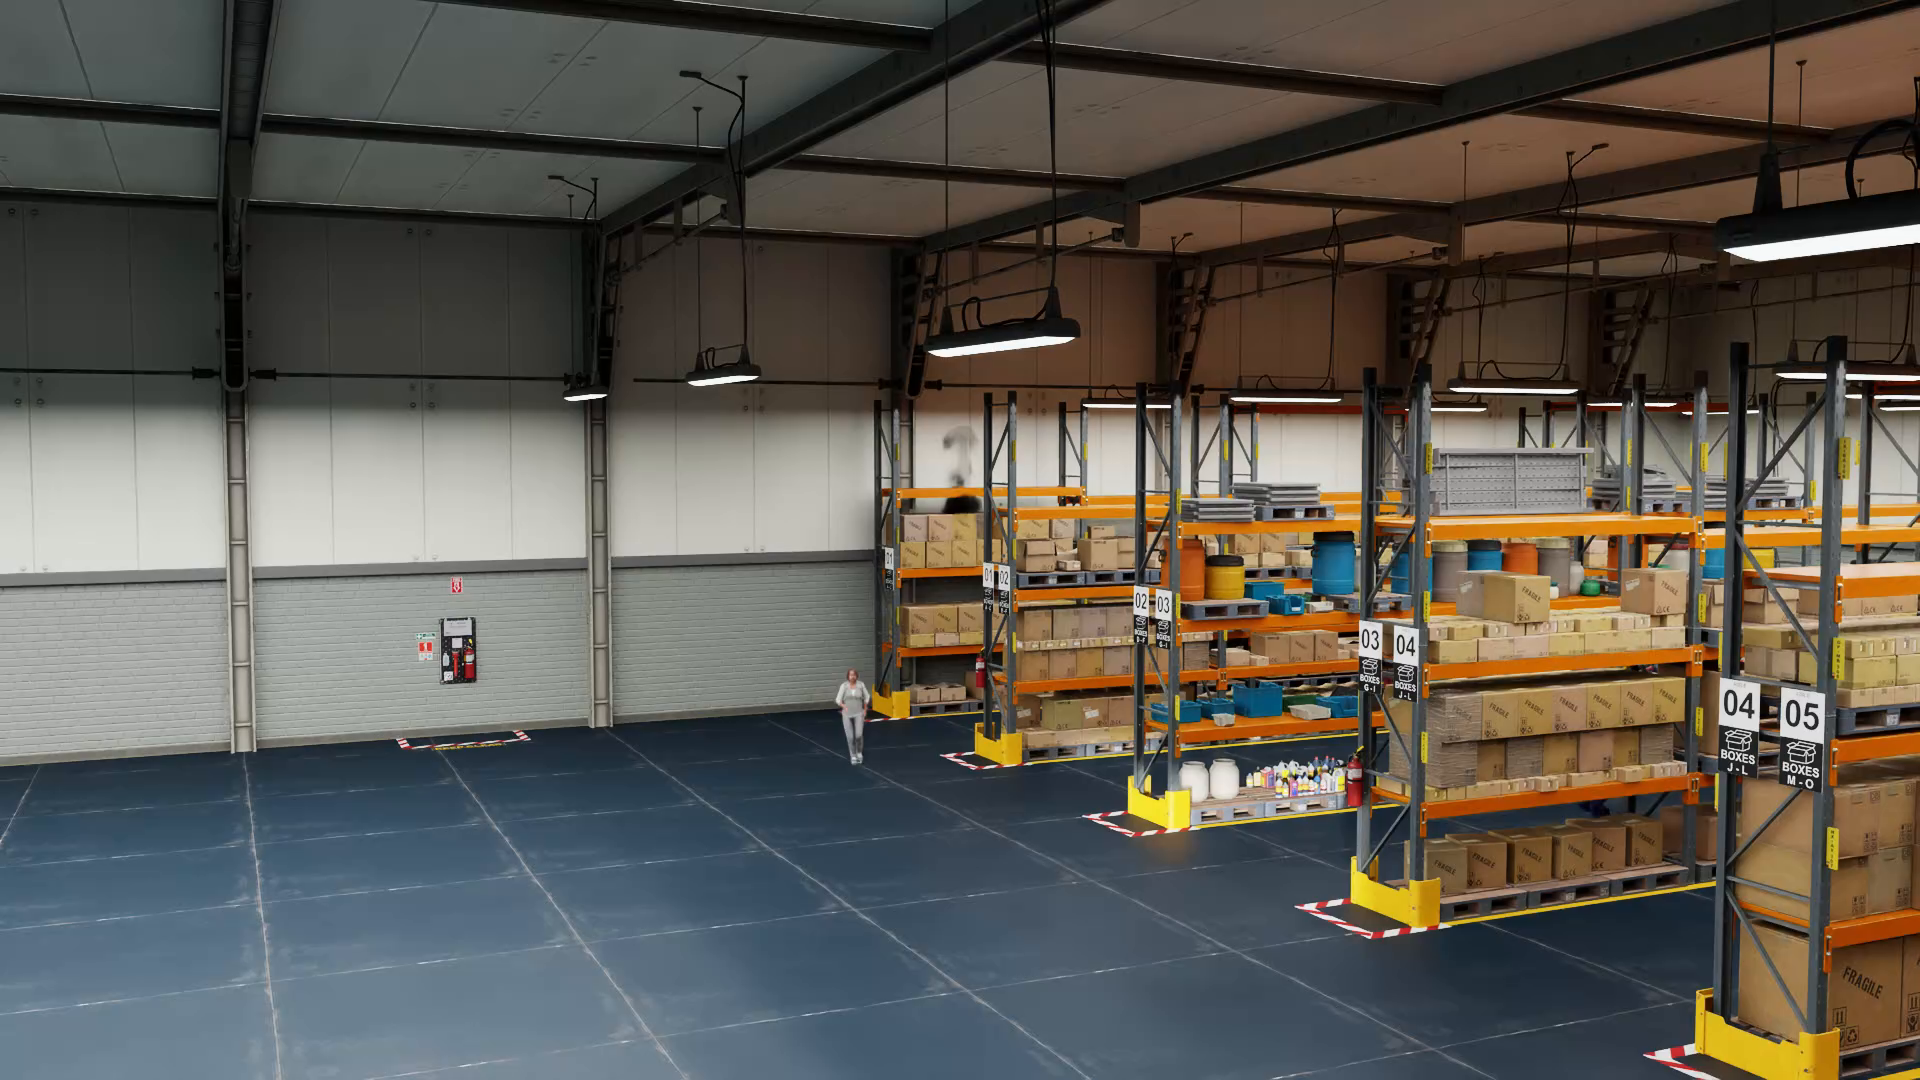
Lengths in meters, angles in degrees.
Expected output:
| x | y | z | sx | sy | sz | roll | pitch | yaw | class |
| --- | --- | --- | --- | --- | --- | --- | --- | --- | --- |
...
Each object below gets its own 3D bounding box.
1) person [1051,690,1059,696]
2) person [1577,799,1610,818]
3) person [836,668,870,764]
| x | y | z | sx | sy | sz | roll | pitch | yaw | class |
| --- | --- | --- | --- | --- | --- | --- | --- | --- | --- |
| 1.839 | 2.640 | 30.034 | 0.723 | 1.611 | 0.611 | -3 | 4 | -41 | person |
| 8.389 | 3.099 | 21.748 | 0.560 | 1.601 | 0.595 | -2 | 4 | -30 | person |
| -1.716 | 2.836 | 26.619 | 0.534 | 1.538 | 0.576 | 0 | 3 | -2 | person |
